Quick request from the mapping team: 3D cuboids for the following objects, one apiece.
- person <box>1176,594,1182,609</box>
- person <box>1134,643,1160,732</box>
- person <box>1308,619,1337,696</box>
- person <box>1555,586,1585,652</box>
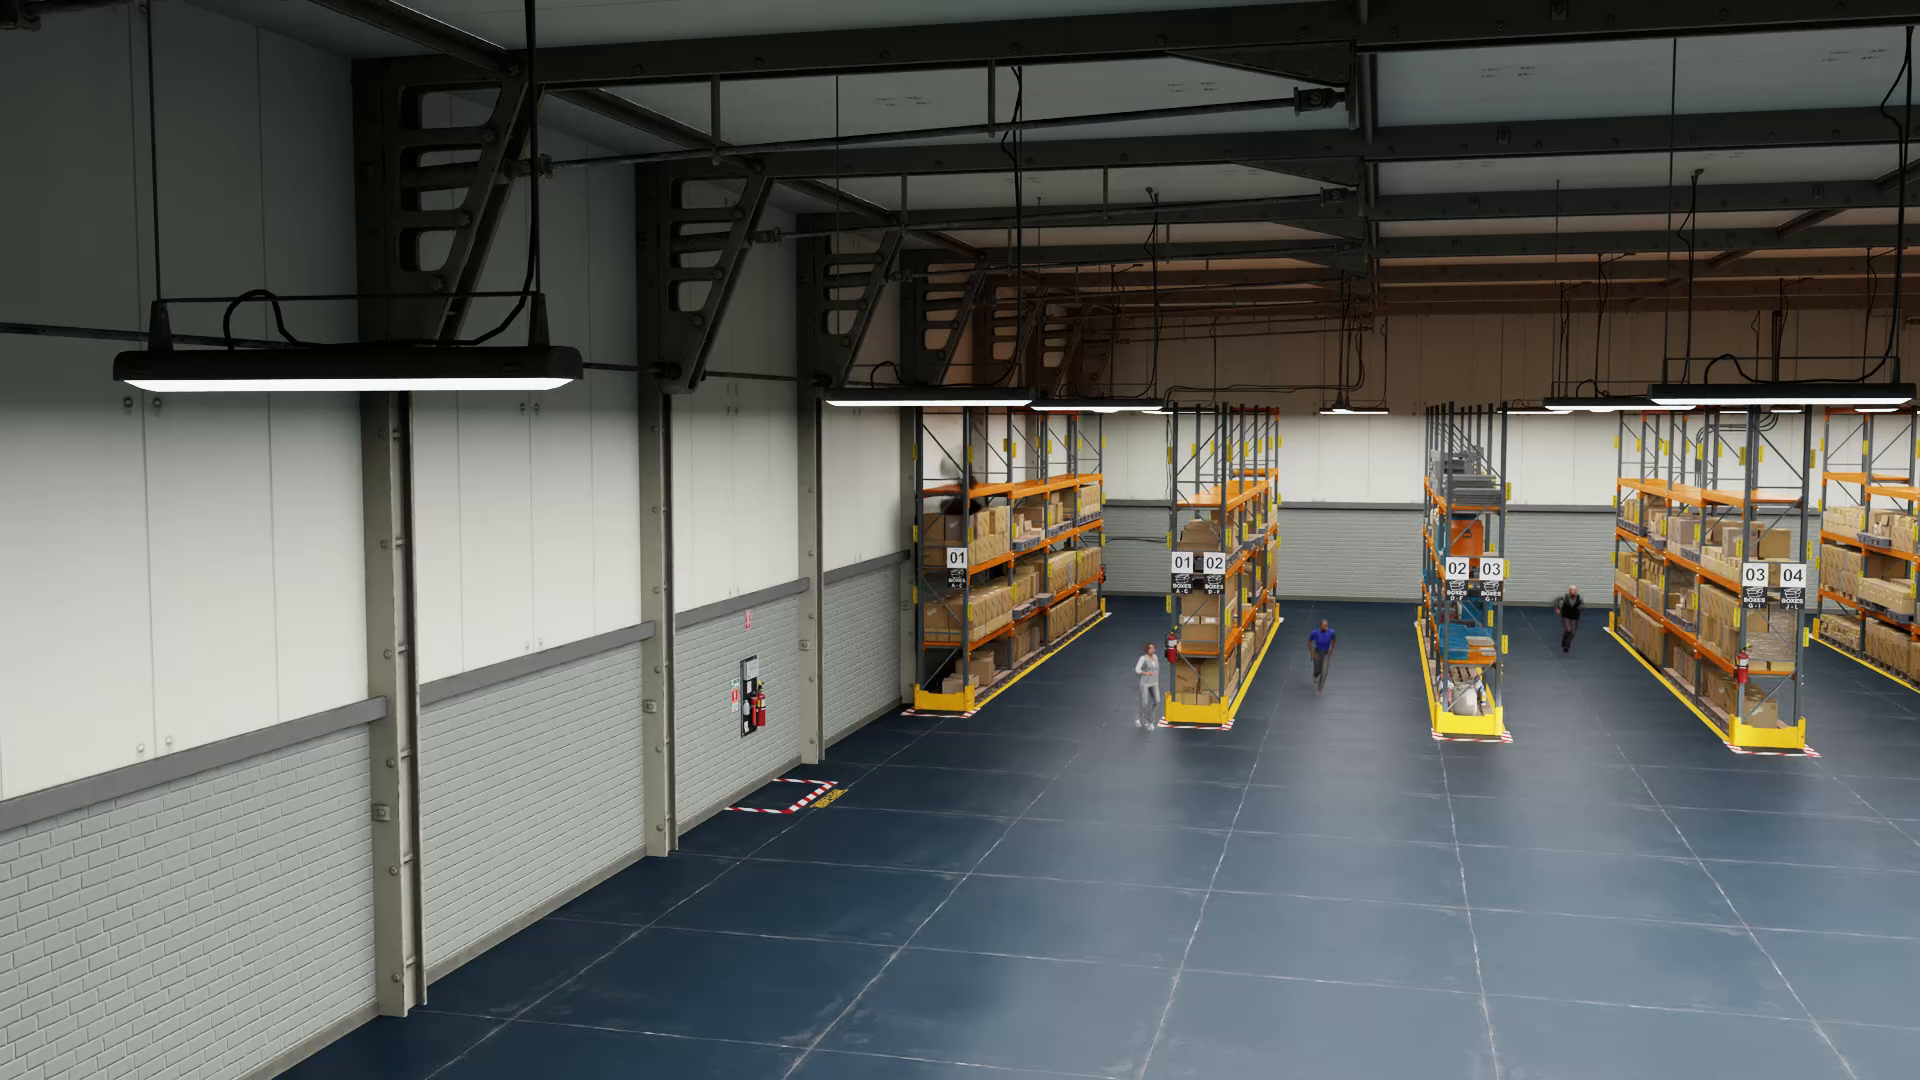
[{"bbox_3d":[5.979,1.668,43.520,0.673,1.701,0.722,1,4,17],"label":"person"},{"bbox_3d":[3.426,2.692,30.427,0.573,1.651,0.614,-2,5,-28],"label":"person"},{"bbox_3d":[7.496,2.410,34.508,0.574,1.608,0.839,0,4,-2],"label":"person"},{"bbox_3d":[14.799,1.916,40.333,0.642,1.646,0.805,0,4,2],"label":"person"}]
